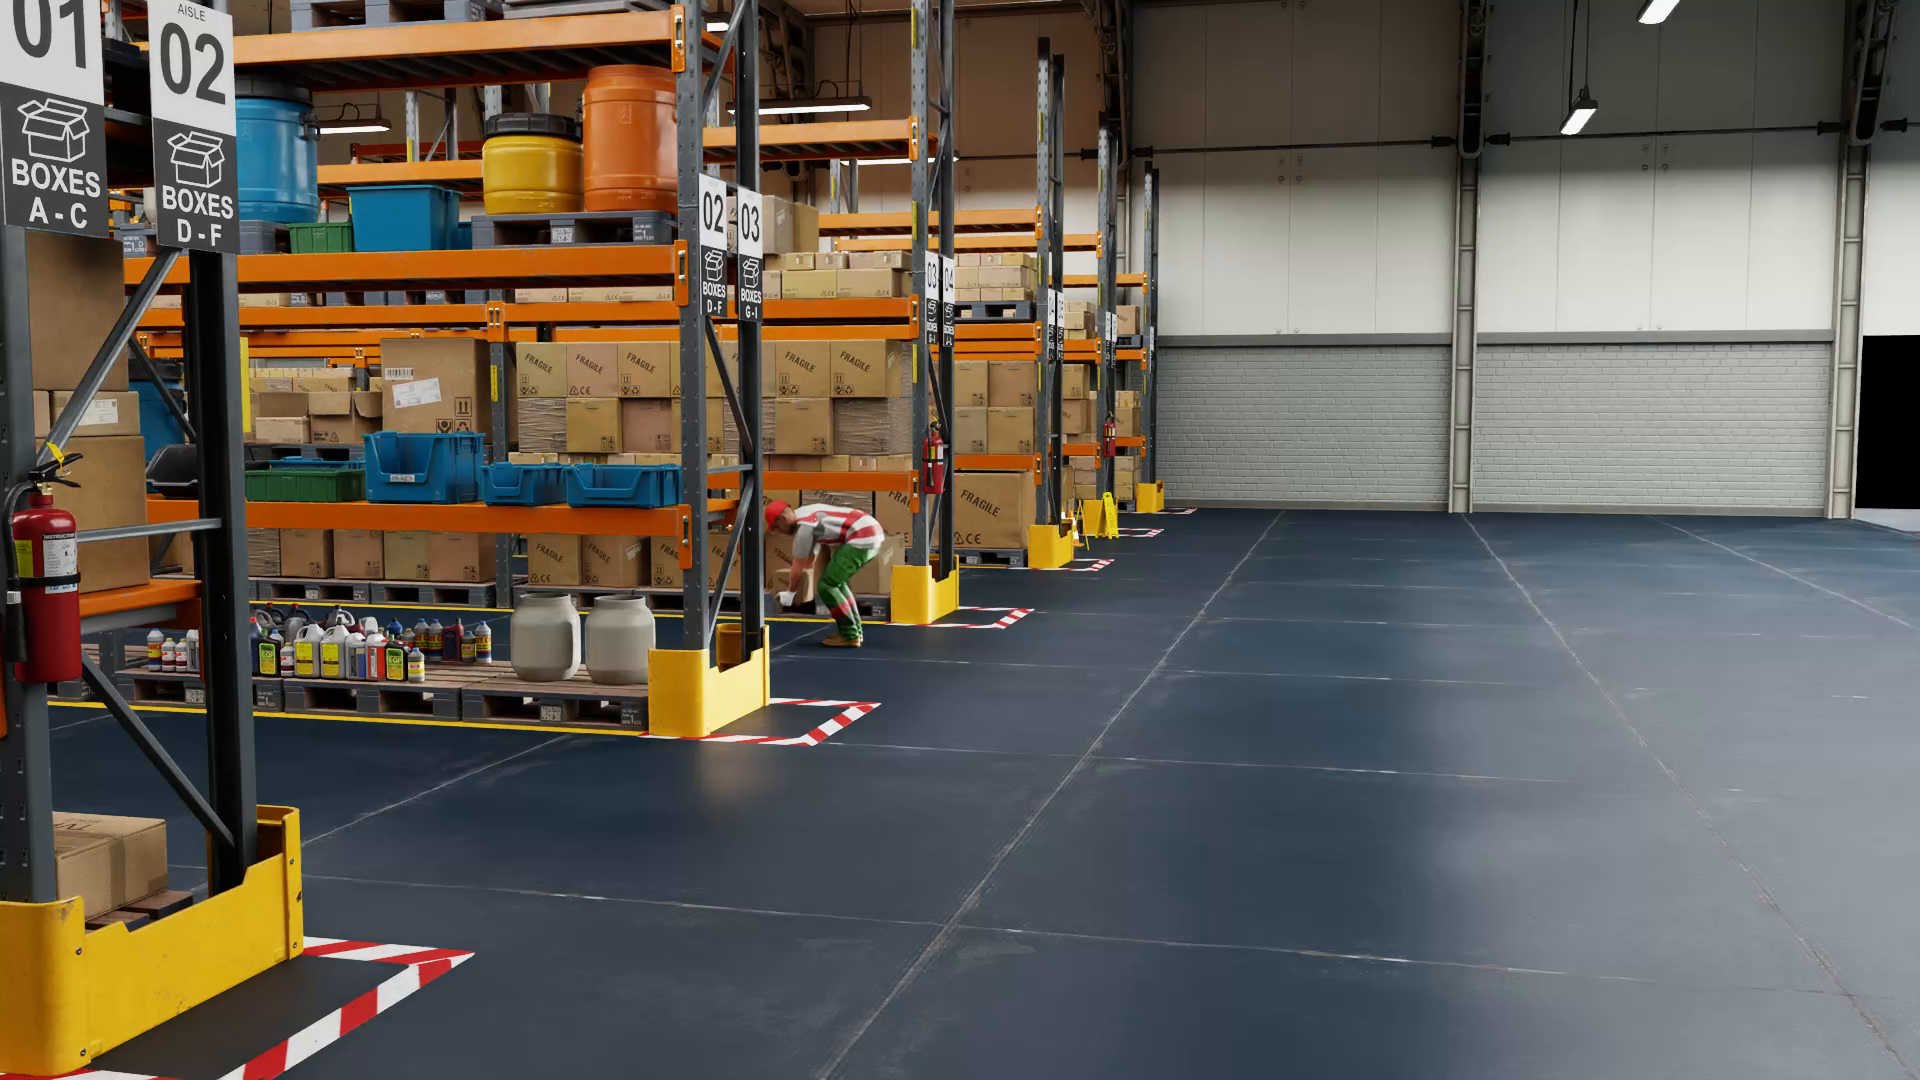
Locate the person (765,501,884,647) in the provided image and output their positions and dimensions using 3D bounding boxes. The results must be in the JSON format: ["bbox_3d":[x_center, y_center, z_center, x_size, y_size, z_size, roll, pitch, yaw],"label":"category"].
[{"bbox_3d":[-1.077,0.258,13.143,0.951,1.134,0.517,1,5,11],"label":"person"}]
